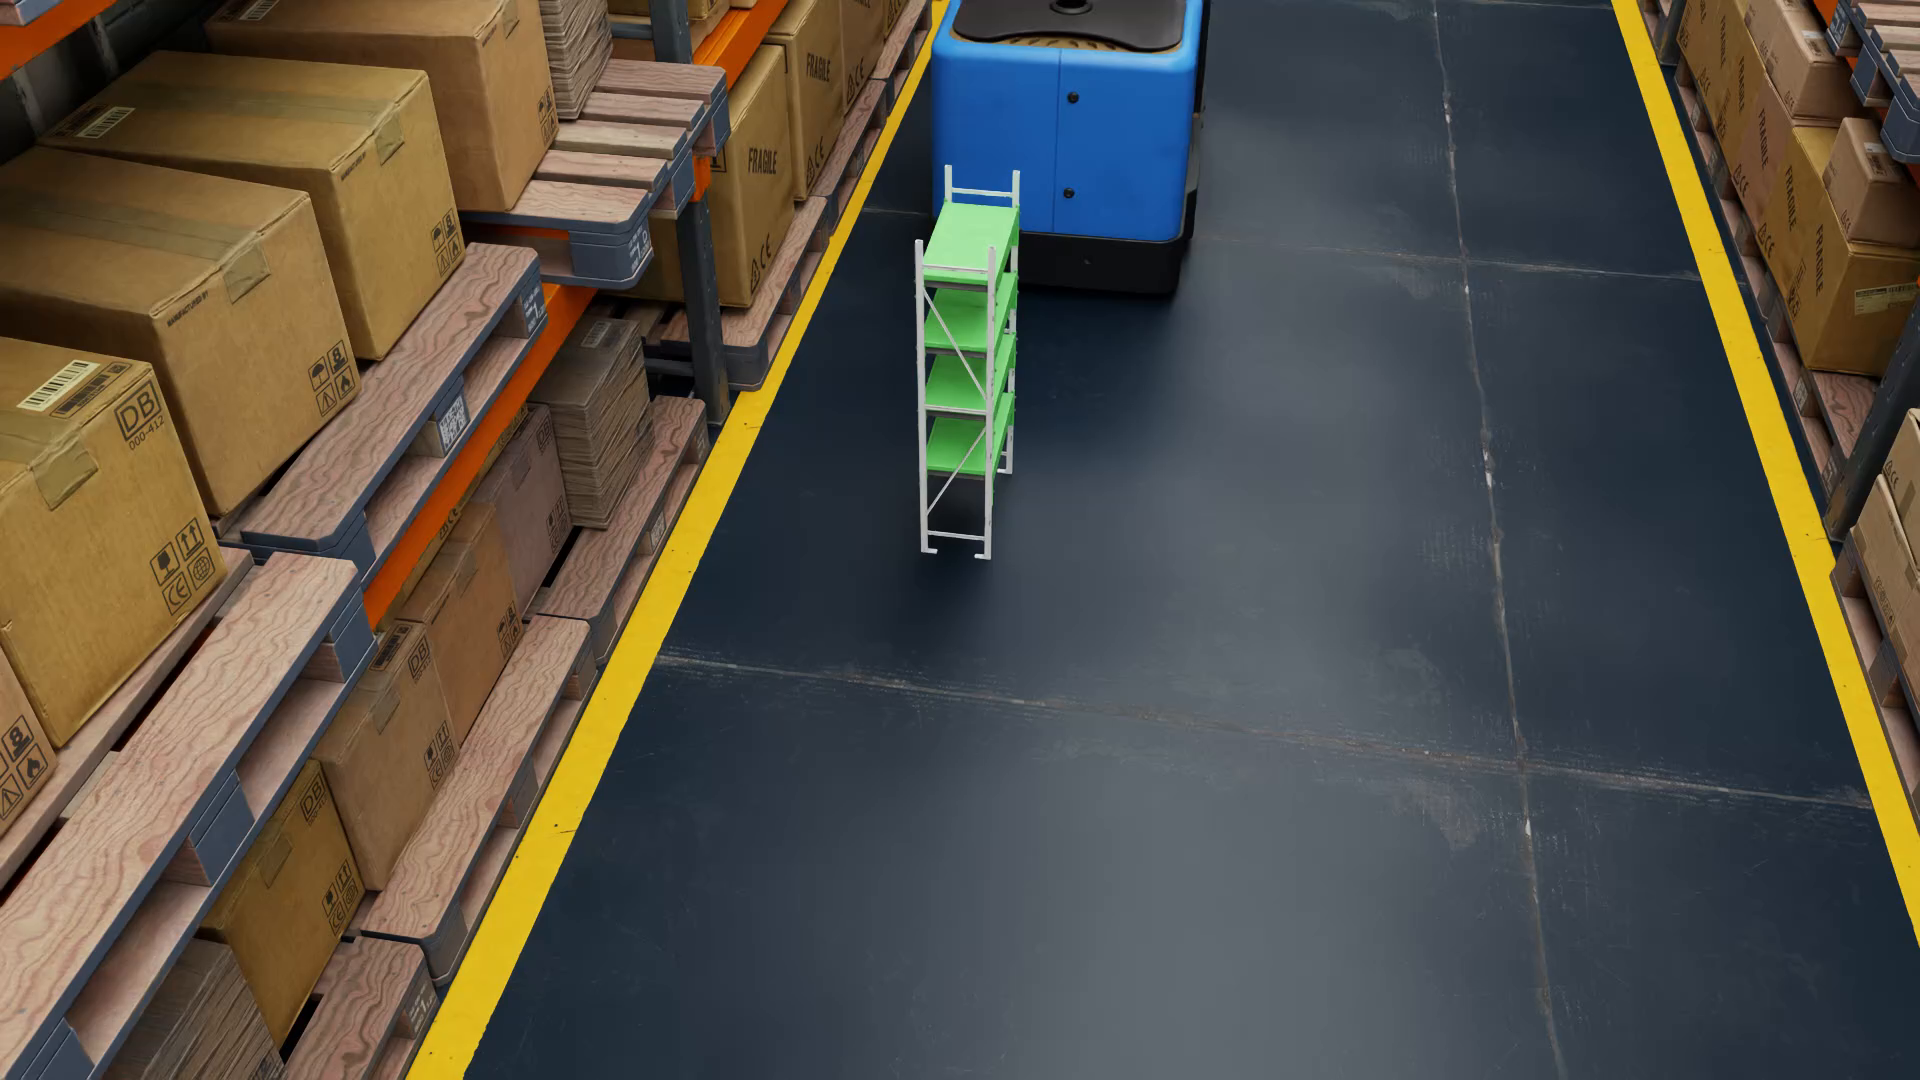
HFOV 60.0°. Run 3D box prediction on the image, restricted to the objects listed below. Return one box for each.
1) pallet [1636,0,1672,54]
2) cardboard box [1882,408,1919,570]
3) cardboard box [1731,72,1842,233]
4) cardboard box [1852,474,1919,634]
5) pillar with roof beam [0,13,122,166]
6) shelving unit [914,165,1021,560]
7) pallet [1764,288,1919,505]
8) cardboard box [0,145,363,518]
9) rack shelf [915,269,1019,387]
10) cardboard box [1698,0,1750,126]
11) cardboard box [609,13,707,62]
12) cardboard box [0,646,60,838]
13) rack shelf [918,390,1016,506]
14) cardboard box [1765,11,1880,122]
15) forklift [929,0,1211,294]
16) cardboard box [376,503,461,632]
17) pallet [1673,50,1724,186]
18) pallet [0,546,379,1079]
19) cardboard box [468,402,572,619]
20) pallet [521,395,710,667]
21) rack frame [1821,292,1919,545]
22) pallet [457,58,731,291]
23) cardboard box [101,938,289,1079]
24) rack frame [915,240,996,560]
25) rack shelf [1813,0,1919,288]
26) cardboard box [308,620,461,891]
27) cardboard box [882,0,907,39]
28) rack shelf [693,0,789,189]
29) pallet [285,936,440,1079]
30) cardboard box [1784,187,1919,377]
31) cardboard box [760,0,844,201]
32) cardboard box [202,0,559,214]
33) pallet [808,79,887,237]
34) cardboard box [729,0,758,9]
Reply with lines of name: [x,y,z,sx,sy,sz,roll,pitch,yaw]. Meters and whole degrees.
pallet: [4.314,-2.994,9.206,1.003,0.211,1.213,6,40,8]
cardboard box: [3.122,-0.150,4.965,0.500,0.311,0.500,8,40,9]
cardboard box: [3.607,-1.602,6.950,0.500,0.500,0.500,5,40,6]
cardboard box: [3.122,0.066,5.144,0.500,0.250,0.500,6,40,8]
pillar with roof beam: [1.785,-2.789,2.061,9.100,9.000,0.400,6,40,8]
shelving unit: [0.029,-0.566,5.493,0.258,1.200,0.503,6,40,8]
pallet: [3.668,-0.518,6.210,1.003,0.211,1.213,6,40,8]
cardboard box: [-1.761,-0.452,3.519,0.700,0.500,0.500,12,41,14]
rack shelf: [0.029,-0.702,5.381,0.258,0.148,0.480,6,40,8]
cardboard box: [3.789,-2.232,7.712,0.500,0.500,0.500,7,40,8]
cardboard box: [-1.093,-1.764,5.711,0.380,0.149,0.250,6,40,7]
cardboard box: [-1.948,0.315,2.591,0.700,0.500,0.500,7,40,8]
rack shelf: [0.029,-0.332,5.687,0.258,0.148,0.480,6,40,8]
cardboard box: [3.611,-1.914,6.739,0.500,0.250,0.500,6,40,7]
forklift: [0.612,-3.084,7.180,1.130,2.935,3.031,6,40,7]
cardboard box: [-1.696,-0.035,4.466,0.500,0.250,0.500,6,40,7]
pallet: [4.090,-2.049,8.063,1.003,0.211,1.213,6,40,8]
pallet: [-1.794,0.449,3.004,1.003,0.211,1.213,6,40,8]
cardboard box: [-1.655,-0.110,5.145,0.700,0.500,0.500,6,40,8]
pallet: [-1.515,-0.107,5.714,1.003,0.211,1.213,6,40,8]
rack frame: [3.502,-1.128,4.760,1.000,3.000,0.127,6,40,8]
pallet: [-1.396,-1.139,4.924,1.213,0.211,1.003,6,40,8]
cardboard box: [-1.959,1.169,3.599,0.700,0.500,0.500,8,40,9]
rack frame: [-0.014,-0.413,5.308,0.240,1.200,0.015,6,40,8]
rack shelf: [3.848,-2.106,6.507,1.077,0.370,4.000,6,40,8]
cardboard box: [-1.791,0.523,4.380,0.700,0.500,0.500,7,40,8]
cardboard box: [-0.670,-3.093,8.495,0.750,0.750,0.750,7,40,8]
rack shelf: [-1.032,-2.650,7.165,1.077,0.370,4.000,6,40,8]
pallet: [-1.937,1.425,3.861,1.003,0.211,1.213,6,40,8]
cardboard box: [3.432,-0.947,6.158,0.500,0.500,0.500,8,40,9]
cardboard box: [-0.963,-2.001,7.174,0.750,0.750,0.750,6,40,7]
cardboard box: [-1.519,-1.230,4.460,0.700,0.500,0.500,3,40,3]
pallet: [-0.954,-1.847,7.818,1.003,0.211,1.213,6,40,8]
cardboard box: [-0.911,-2.078,6.091,0.380,0.149,0.250,8,40,9]
